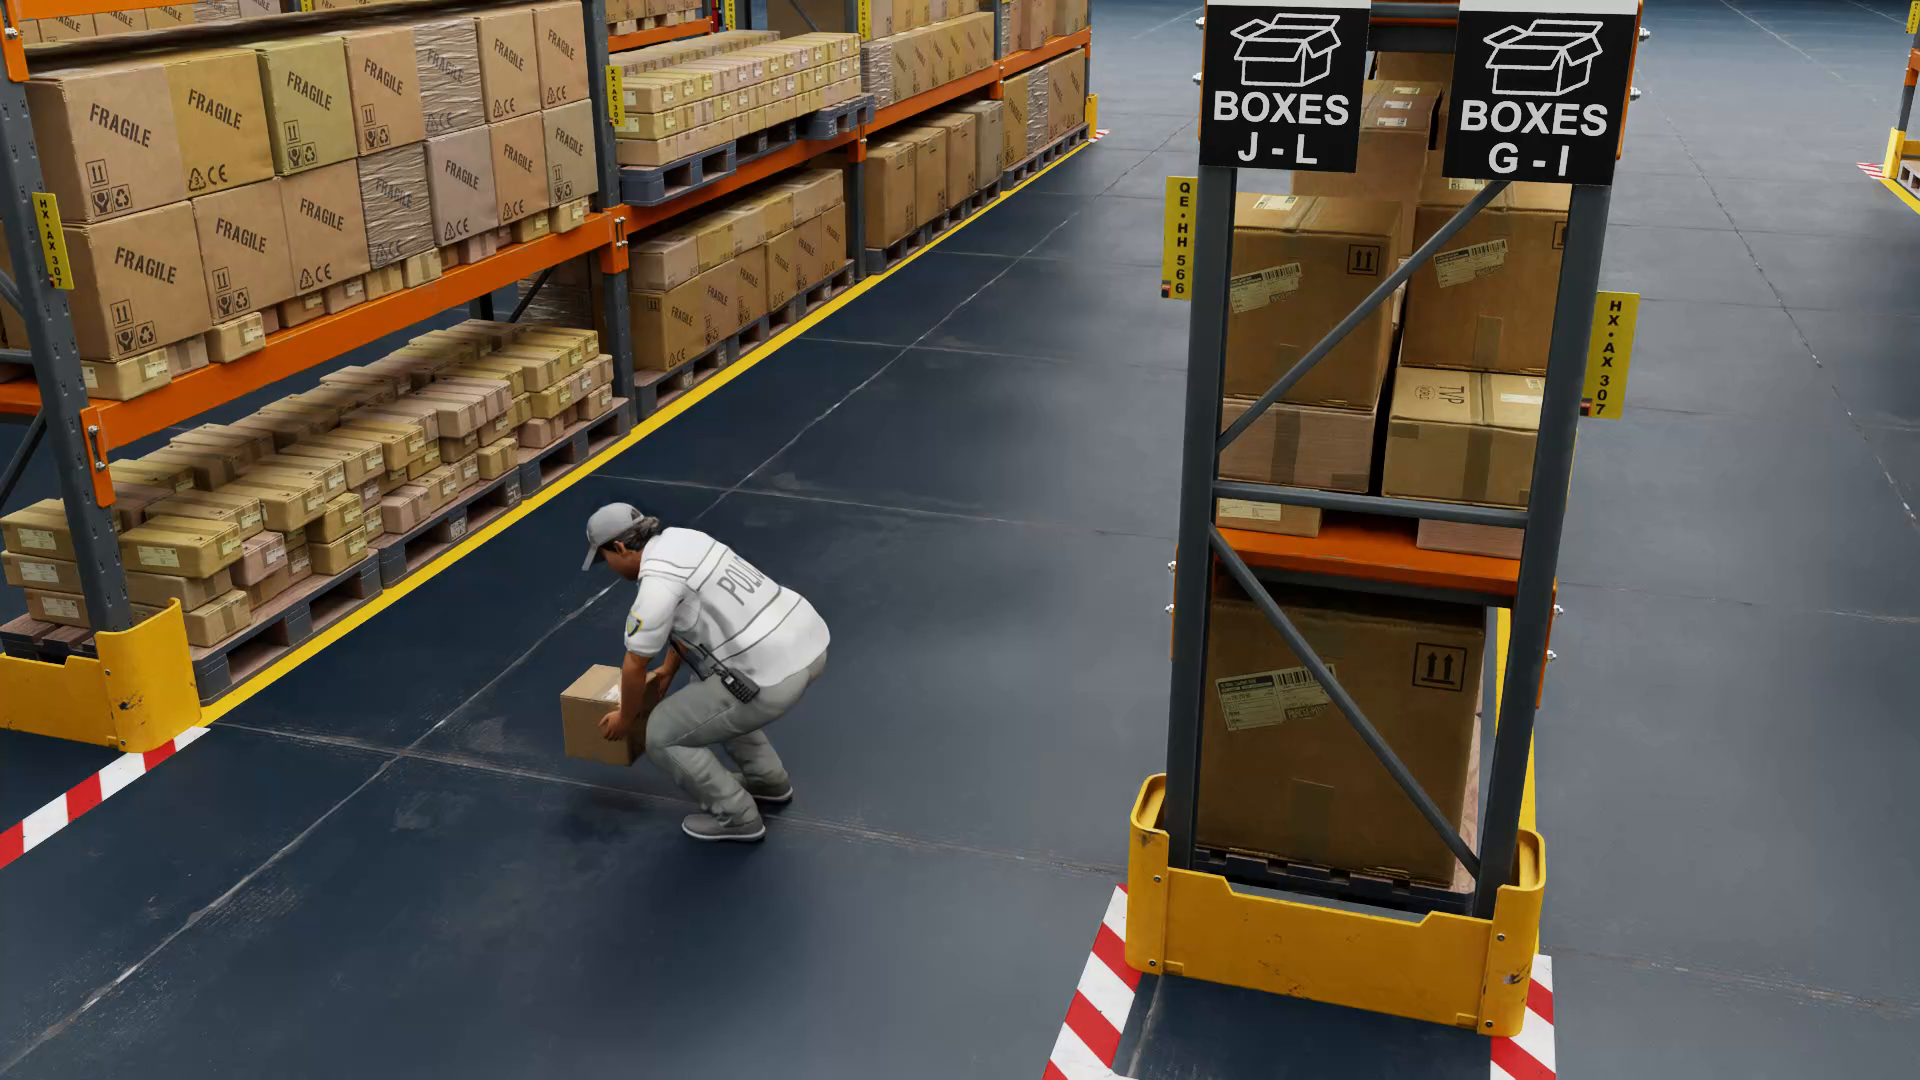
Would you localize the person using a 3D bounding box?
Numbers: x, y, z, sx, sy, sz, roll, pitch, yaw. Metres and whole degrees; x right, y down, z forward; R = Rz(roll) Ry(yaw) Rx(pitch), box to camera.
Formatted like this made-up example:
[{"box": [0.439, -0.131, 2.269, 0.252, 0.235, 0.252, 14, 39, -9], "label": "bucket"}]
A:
[{"box": [-0.867, 0.442, 5.680, 0.817, 1.158, 0.540, 6, 23, 16], "label": "person"}]
